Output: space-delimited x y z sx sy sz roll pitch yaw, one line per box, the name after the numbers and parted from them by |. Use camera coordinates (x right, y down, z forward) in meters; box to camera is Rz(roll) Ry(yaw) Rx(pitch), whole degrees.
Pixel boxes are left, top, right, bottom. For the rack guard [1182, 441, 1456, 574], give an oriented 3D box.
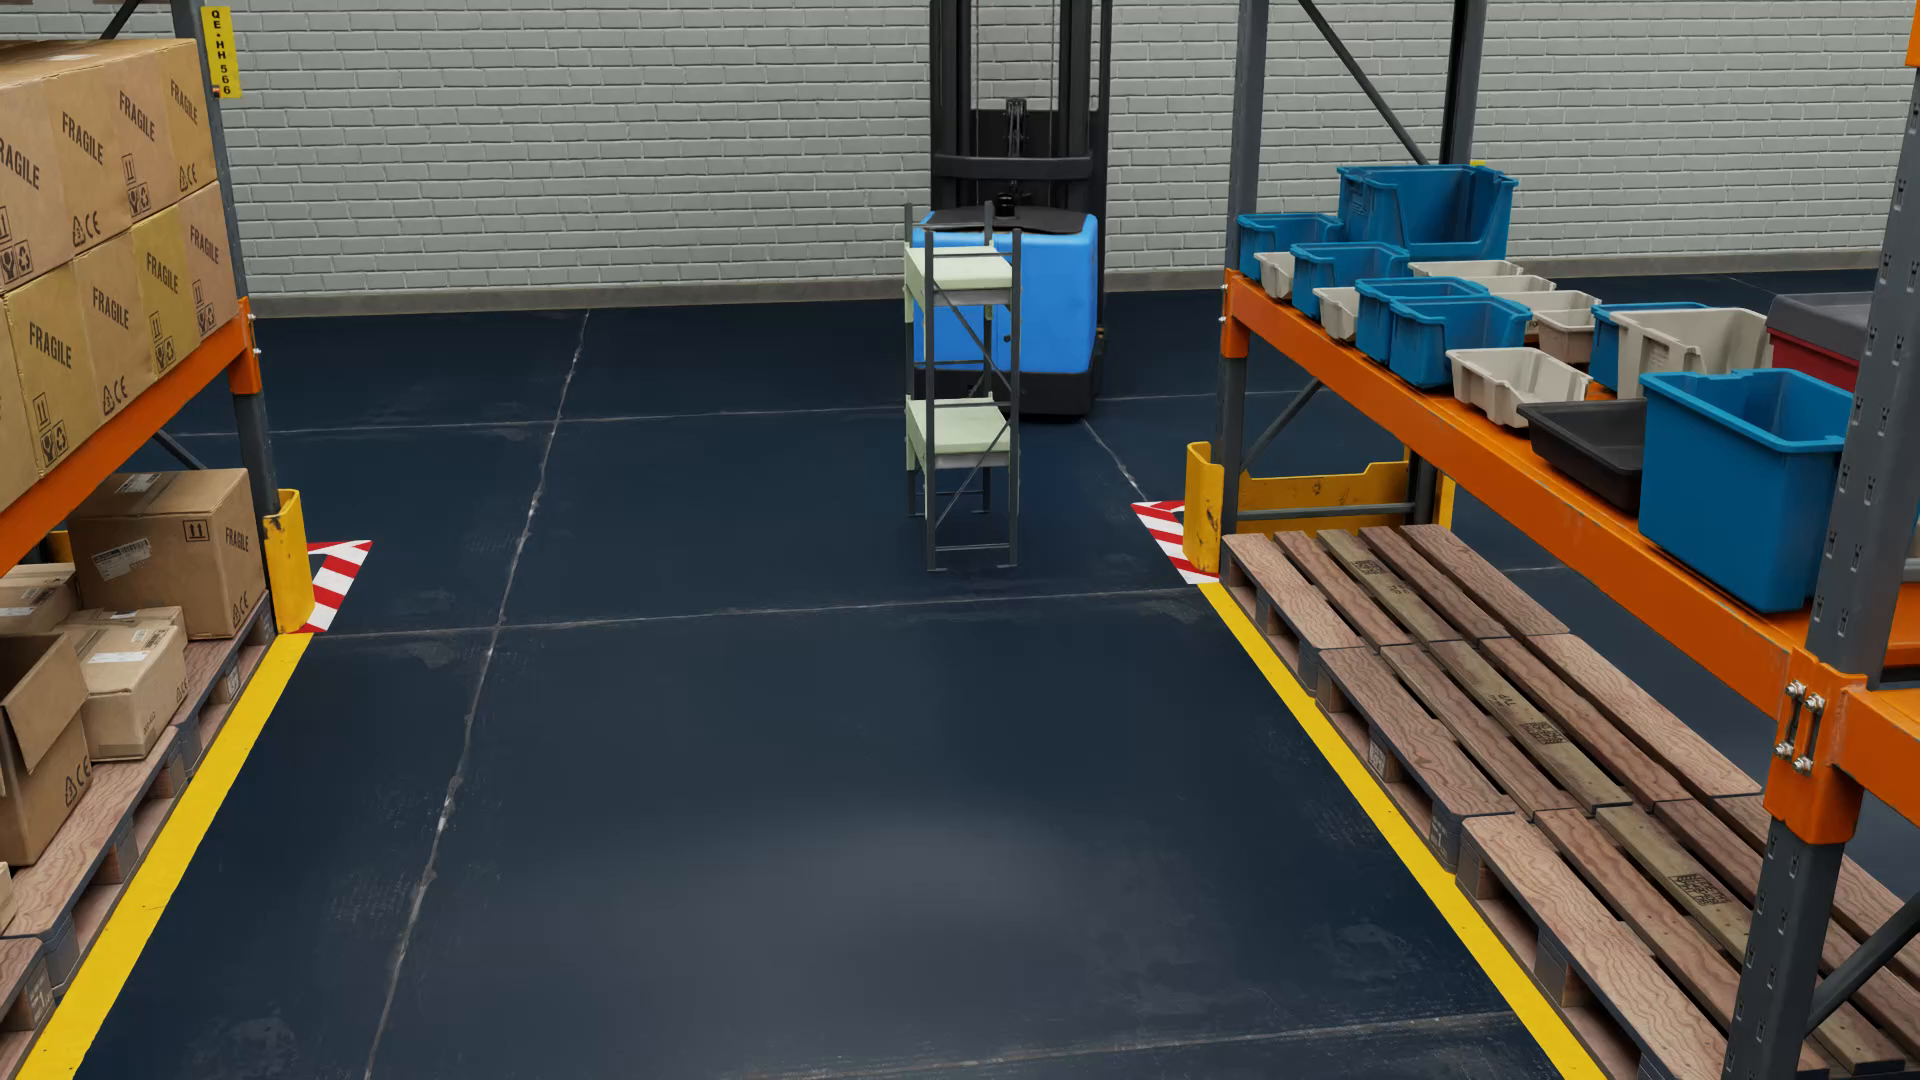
1.608 -0.173 7.464 1.175 0.500 0.348 -3 21 -8 | rack guard

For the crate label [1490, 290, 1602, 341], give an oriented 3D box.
2.013 -0.771 5.785 0.396 0.136 0.243 -3 21 -8 | crate label

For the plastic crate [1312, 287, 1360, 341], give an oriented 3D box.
1.396 -0.788 5.831 0.250 0.136 0.298 -3 21 -8 | plastic crate

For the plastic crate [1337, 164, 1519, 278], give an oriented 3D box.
1.857 -1.274 6.704 0.616 0.435 0.499 -3 21 -8 | plastic crate

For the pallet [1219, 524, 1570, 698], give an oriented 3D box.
1.705 0.258 6.724 1.003 0.211 1.213 -3 21 -8 | pallet

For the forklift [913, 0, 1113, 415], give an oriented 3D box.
0.392 -2.557 10.372 1.130 2.935 3.031 2 21 7 | forklift

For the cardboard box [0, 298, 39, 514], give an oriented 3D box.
-2.652 -0.290 4.063 0.500 0.500 0.500 -3 21 -8 | cardboard box

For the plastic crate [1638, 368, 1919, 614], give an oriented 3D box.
1.796 -0.116 3.677 0.392 0.384 0.575 -3 21 -8 | plastic crate

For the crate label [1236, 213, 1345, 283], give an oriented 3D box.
1.334 -1.184 6.751 0.416 0.233 0.303 -3 21 -8 | crate label

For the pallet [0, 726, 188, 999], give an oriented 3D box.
-2.978 0.943 4.891 1.003 0.211 1.213 -3 21 -8 | pallet

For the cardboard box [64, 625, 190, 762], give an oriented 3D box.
-2.849 0.501 5.389 0.500 0.250 0.500 -3 21 -8 | cardboard box

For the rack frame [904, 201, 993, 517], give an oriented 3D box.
-0.052 -0.827 7.787 0.400 1.500 0.023 -3 21 -8 | rack frame

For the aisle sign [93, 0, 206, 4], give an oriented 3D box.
-2.985 -2.344 5.990 0.394 0.787 0.004 -3 21 -8 | aisle sign

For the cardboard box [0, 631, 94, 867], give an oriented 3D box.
-2.977 0.611 4.733 0.797 0.503 0.637 -3 21 -8 | cardboard box

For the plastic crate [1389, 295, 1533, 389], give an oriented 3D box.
1.567 -0.624 5.253 0.416 0.233 0.300 -3 21 -8 | plastic crate

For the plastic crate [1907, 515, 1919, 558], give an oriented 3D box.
2.275 -0.024 3.784 0.396 0.136 0.243 -3 21 -8 | plastic crate

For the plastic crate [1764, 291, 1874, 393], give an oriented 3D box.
2.320 -0.331 4.138 0.402 0.464 0.583 -3 21 -8 | plastic crate

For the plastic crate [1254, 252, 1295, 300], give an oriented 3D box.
1.298 -1.023 6.460 0.250 0.136 0.298 -3 21 -8 | plastic crate

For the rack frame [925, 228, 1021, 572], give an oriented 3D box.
0.054 -0.574 7.108 0.400 1.500 0.023 -3 21 -8 | rack frame

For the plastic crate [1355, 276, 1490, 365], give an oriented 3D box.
1.524 -0.728 5.531 0.416 0.233 0.300 -3 21 -8 | plastic crate

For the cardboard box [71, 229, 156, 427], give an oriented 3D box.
-2.799 -0.640 5.001 0.500 0.500 0.500 -3 21 -7 | cardboard box

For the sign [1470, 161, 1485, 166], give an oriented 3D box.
2.166 -1.446 7.067 0.100 0.325 0.005 -3 21 -8 | sign

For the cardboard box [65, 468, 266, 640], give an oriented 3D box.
-2.956 0.053 6.230 0.500 0.500 0.500 -3 21 -8 | cardboard box

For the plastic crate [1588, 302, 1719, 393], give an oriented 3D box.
2.174 -0.588 5.156 0.416 0.233 0.300 -3 21 -8 | plastic crate

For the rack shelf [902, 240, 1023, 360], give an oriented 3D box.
0.001 -1.066 7.311 0.431 0.370 0.720 -3 21 -8 | rack shelf

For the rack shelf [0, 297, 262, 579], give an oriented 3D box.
-2.990 -0.058 4.612 1.077 0.370 4.000 -3 21 -8 | rack shelf

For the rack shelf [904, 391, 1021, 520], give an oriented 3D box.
0.001 -0.395 7.562 0.431 0.370 0.720 -3 21 -8 | rack shelf

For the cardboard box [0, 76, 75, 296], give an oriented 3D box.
-2.715 -0.930 4.348 0.500 0.500 0.500 -2 21 -6 | cardboard box

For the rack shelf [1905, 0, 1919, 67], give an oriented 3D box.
1.913 -1.712 4.753 1.077 0.370 4.000 -3 21 -8 | rack shelf

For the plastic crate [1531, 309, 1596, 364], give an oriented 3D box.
2.074 -0.669 5.513 0.298 0.136 0.250 -3 21 -8 | plastic crate

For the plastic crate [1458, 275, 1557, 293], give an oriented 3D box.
1.948 -0.866 6.039 0.396 0.136 0.243 -3 21 -8 | plastic crate

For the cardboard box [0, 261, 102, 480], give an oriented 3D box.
-2.727 -0.466 4.534 0.500 0.500 0.500 -3 21 -9 | cardboard box

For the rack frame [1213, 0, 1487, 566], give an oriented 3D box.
1.624 -1.336 7.006 1.000 3.000 0.127 -3 21 -8 | rack frame

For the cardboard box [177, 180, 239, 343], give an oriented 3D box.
-2.944 -0.993 5.945 0.500 0.500 0.500 -2 21 -6 | cardboard box

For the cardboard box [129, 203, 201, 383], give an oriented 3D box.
-2.866 -0.813 5.464 0.500 0.500 0.500 -3 21 -7 | cardboard box

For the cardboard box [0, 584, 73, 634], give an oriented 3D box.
-3.408 0.370 5.739 0.500 0.250 0.500 -3 21 -8 | cardboard box

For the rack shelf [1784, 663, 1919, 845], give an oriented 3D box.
2.489 1.078 1.570 1.077 0.370 4.000 -3 21 -8 | rack shelf

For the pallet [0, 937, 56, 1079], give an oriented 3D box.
-2.799 1.366 3.757 1.003 0.211 1.213 -3 21 -8 | pallet

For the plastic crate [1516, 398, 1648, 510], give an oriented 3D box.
1.774 -0.224 4.337 0.437 0.125 0.590 -3 21 -8 | plastic crate

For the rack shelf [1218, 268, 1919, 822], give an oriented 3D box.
1.913 -0.306 5.278 1.077 0.370 4.000 -3 21 -8 | rack shelf

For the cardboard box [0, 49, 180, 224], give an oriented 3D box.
-2.868 -1.288 5.304 0.500 0.500 0.500 -2 21 -6 | cardboard box

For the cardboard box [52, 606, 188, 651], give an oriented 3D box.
-2.986 0.354 5.901 0.380 0.166 0.250 -3 21 -8 | cardboard box

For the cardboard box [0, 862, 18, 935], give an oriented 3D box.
-2.682 0.963 4.270 0.380 0.166 0.250 -3 21 -8 | cardboard box

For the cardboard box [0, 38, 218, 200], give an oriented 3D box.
-2.942 -1.462 5.773 0.500 0.500 0.500 -3 21 -8 | cardboard box

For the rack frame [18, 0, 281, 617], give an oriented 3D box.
-3.278 -1.087 6.340 1.000 3.000 0.127 -3 21 -8 | rack frame

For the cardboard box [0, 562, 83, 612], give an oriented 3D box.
-3.558 0.204 6.328 0.380 0.149 0.250 -3 21 -8 | cardboard box

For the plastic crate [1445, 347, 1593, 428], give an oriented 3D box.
1.652 -0.443 4.907 0.293 0.136 0.466 -3 21 -8 | plastic crate

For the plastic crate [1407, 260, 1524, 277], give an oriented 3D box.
1.921 -0.967 6.310 0.396 0.136 0.243 -3 21 -8 | plastic crate

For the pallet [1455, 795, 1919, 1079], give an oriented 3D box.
2.056 1.103 4.462 1.003 0.211 1.213 -3 21 -8 | pallet

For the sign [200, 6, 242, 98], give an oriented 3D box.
-2.726 -1.799 6.139 0.100 0.325 0.005 -3 21 -8 | sign

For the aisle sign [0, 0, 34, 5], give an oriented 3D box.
-3.578 -2.314 5.909 0.394 0.787 0.004 -3 21 -8 | aisle sign

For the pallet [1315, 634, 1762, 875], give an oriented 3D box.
1.877 0.679 5.596 1.003 0.211 1.213 -3 21 -8 | pallet

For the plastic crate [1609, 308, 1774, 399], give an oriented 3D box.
2.163 -0.462 4.749 0.437 0.282 0.530 -3 21 -8 | plastic crate

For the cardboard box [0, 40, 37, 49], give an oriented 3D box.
-3.475 -1.436 5.701 0.500 0.500 0.500 -2 21 -6 | cardboard box

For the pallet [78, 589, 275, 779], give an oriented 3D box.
-3.151 0.521 6.019 1.003 0.211 1.213 -3 21 -8 | pallet

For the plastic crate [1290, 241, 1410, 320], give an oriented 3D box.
1.429 -0.956 6.141 0.416 0.233 0.300 -3 21 -8 | plastic crate

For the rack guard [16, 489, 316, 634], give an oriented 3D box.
-3.267 0.110 6.707 1.175 0.500 0.348 -3 21 -8 | rack guard

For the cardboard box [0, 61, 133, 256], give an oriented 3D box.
-2.789 -1.108 4.824 0.500 0.500 0.500 -2 21 -6 | cardboard box

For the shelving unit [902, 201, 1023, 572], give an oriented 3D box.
0.001 -0.700 7.448 0.431 1.500 0.755 -3 21 -8 | shelving unit
